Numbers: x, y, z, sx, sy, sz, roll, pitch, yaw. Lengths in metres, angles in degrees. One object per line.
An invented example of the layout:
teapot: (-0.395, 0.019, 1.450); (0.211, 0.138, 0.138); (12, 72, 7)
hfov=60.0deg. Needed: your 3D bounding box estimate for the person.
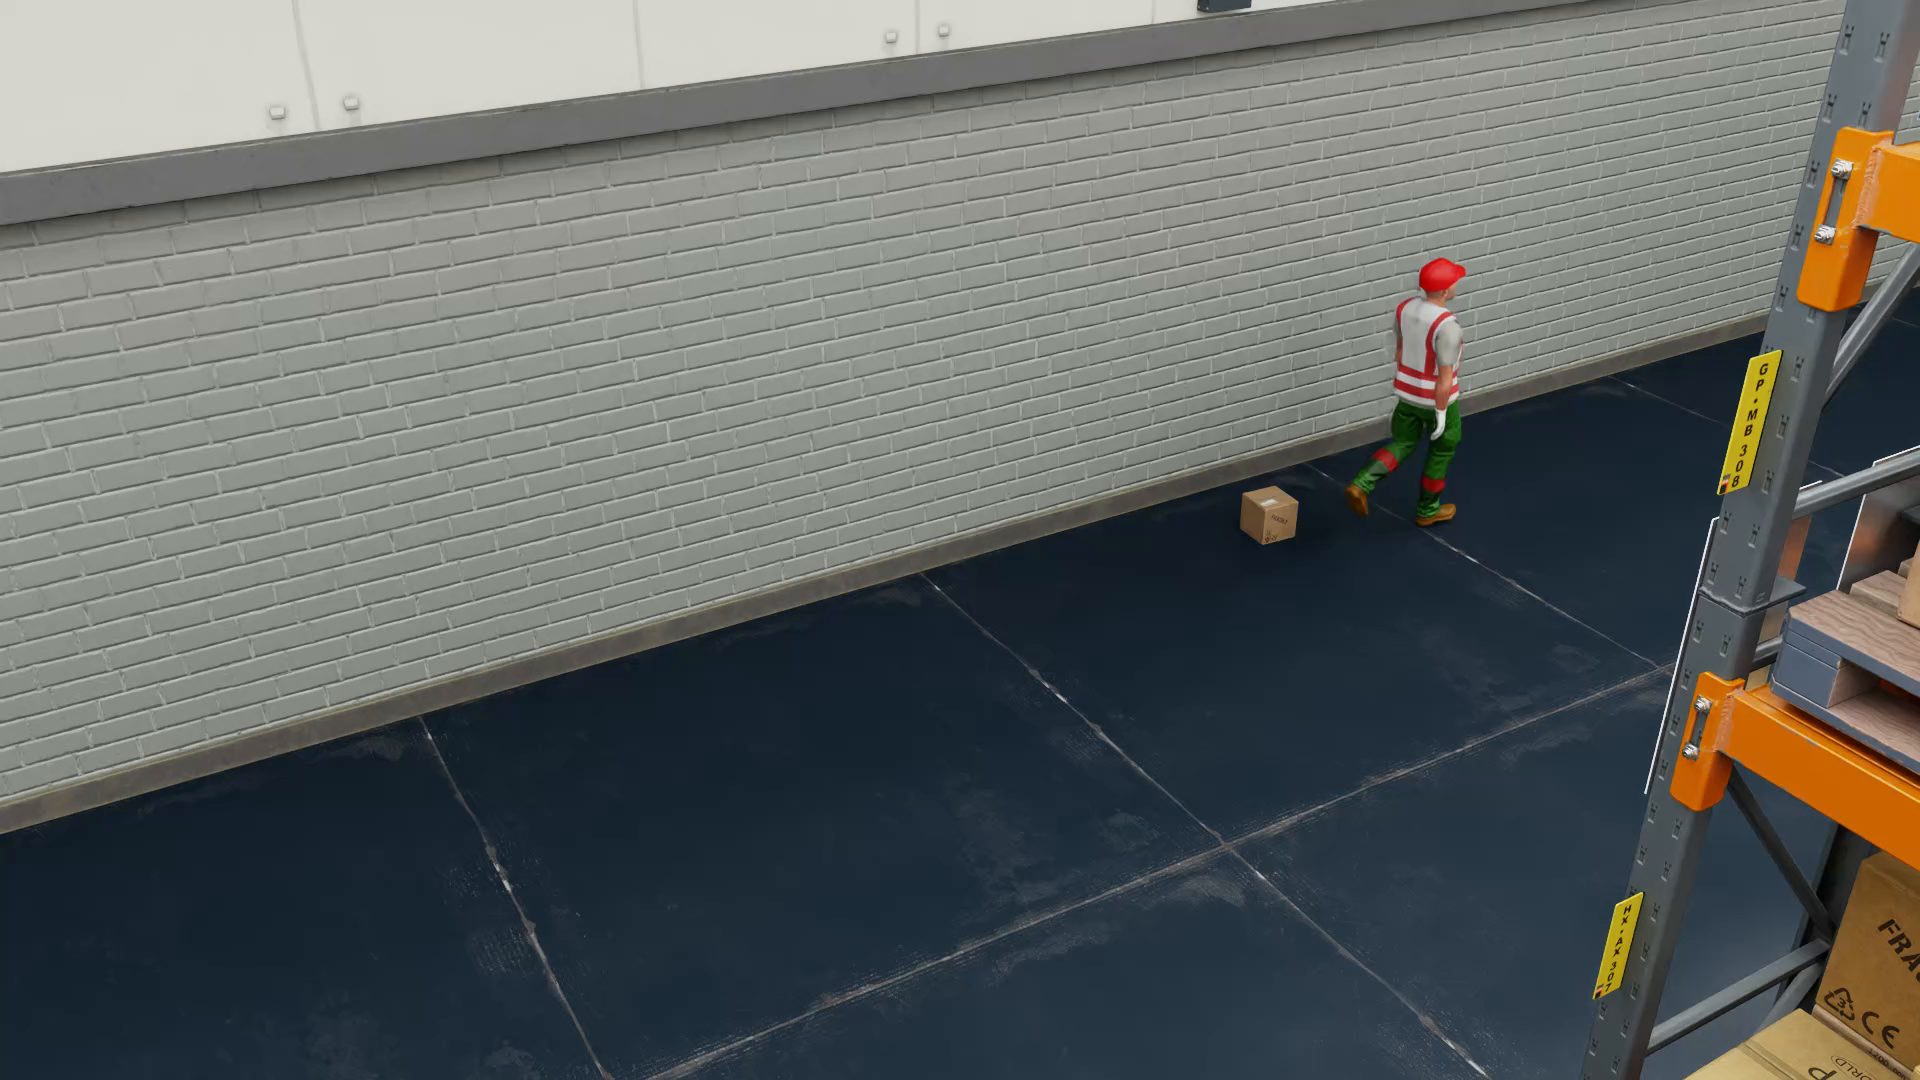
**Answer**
person: (2.781, -0.869, 10.098); (0.800, 1.768, 0.540); (-17, 33, -28)
